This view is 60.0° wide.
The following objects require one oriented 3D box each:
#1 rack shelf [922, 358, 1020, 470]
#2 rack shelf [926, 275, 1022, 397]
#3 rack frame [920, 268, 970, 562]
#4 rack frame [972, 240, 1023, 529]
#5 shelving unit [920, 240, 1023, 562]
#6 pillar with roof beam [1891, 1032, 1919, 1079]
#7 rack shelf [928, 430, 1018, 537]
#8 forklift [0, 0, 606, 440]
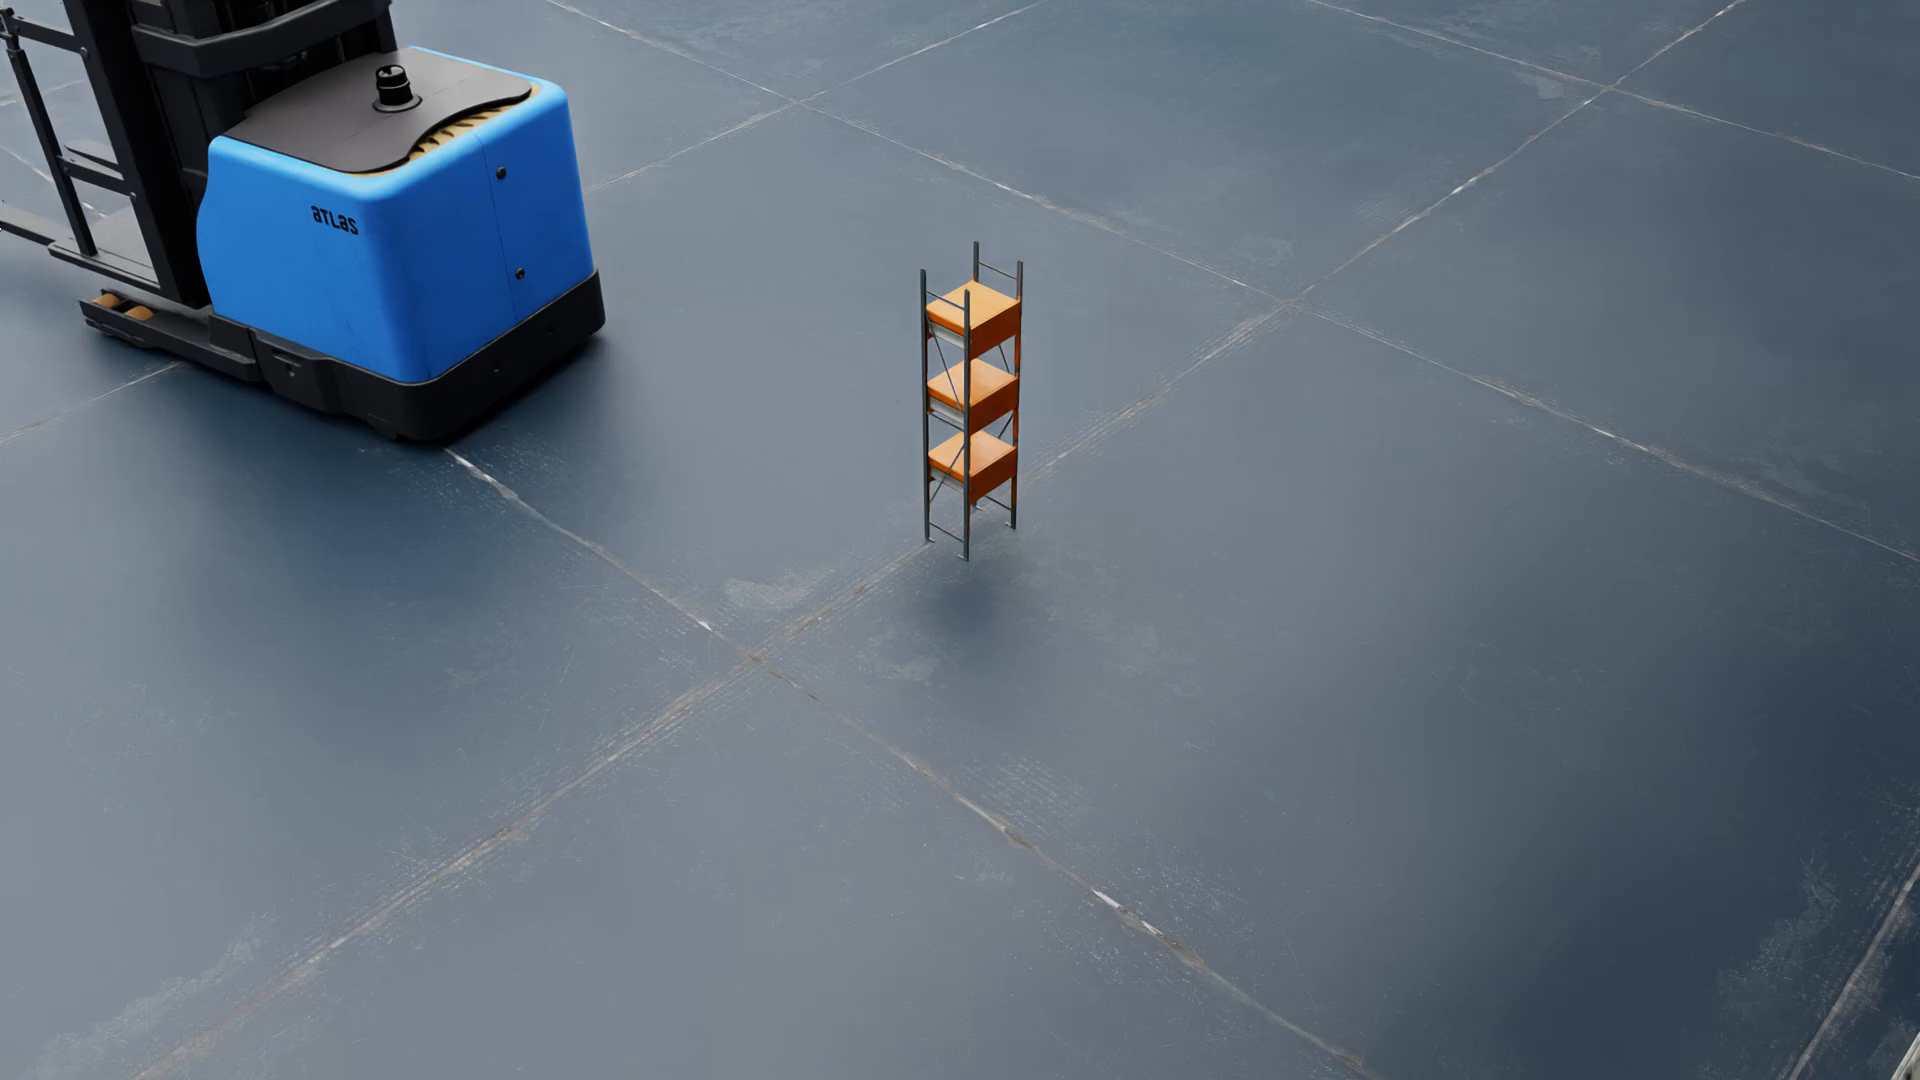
[{"bbox_3d":[0.036,-0.427,5.450,0.215,0.259,0.240,30,47,32],"label":"rack shelf"},{"bbox_3d":[0.036,-0.649,5.274,0.215,0.259,0.240,30,47,32],"label":"rack shelf"},{"bbox_3d":[-0.046,-0.379,5.373,0.200,1.050,0.008,30,47,32],"label":"rack frame"},{"bbox_3d":[0.118,-0.492,5.514,0.200,1.050,0.008,30,47,32],"label":"rack frame"},{"bbox_3d":[0.036,-0.436,5.444,0.215,1.050,0.252,30,47,32],"label":"shelving unit"},{"bbox_3d":[-1.372,-3.556,2.982,9.100,9.000,0.400,30,47,32],"label":"pillar with roof beam"},{"bbox_3d":[0.036,-0.210,5.623,0.215,0.259,0.240,30,47,32],"label":"rack shelf"},{"bbox_3d":[-2.970,-2.184,6.131,3.031,2.935,1.130,20,43,23],"label":"forklift"}]
